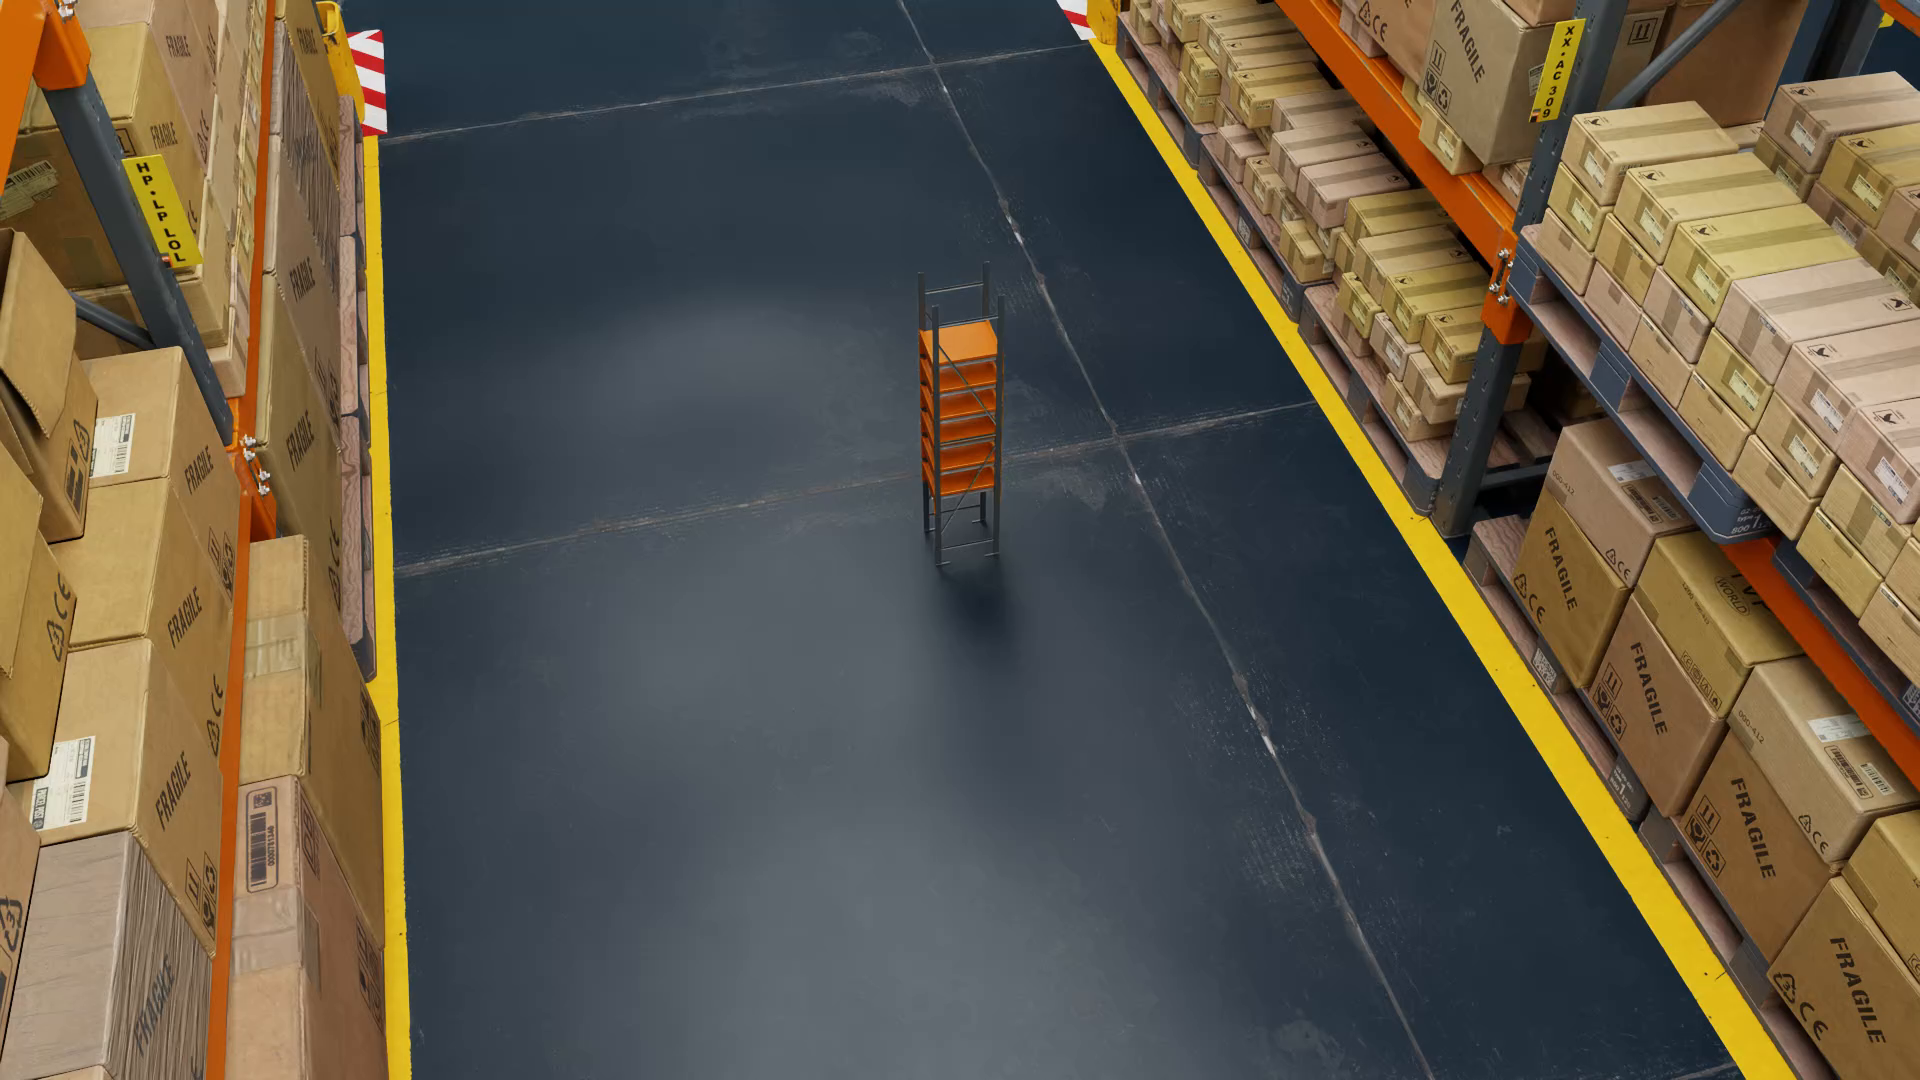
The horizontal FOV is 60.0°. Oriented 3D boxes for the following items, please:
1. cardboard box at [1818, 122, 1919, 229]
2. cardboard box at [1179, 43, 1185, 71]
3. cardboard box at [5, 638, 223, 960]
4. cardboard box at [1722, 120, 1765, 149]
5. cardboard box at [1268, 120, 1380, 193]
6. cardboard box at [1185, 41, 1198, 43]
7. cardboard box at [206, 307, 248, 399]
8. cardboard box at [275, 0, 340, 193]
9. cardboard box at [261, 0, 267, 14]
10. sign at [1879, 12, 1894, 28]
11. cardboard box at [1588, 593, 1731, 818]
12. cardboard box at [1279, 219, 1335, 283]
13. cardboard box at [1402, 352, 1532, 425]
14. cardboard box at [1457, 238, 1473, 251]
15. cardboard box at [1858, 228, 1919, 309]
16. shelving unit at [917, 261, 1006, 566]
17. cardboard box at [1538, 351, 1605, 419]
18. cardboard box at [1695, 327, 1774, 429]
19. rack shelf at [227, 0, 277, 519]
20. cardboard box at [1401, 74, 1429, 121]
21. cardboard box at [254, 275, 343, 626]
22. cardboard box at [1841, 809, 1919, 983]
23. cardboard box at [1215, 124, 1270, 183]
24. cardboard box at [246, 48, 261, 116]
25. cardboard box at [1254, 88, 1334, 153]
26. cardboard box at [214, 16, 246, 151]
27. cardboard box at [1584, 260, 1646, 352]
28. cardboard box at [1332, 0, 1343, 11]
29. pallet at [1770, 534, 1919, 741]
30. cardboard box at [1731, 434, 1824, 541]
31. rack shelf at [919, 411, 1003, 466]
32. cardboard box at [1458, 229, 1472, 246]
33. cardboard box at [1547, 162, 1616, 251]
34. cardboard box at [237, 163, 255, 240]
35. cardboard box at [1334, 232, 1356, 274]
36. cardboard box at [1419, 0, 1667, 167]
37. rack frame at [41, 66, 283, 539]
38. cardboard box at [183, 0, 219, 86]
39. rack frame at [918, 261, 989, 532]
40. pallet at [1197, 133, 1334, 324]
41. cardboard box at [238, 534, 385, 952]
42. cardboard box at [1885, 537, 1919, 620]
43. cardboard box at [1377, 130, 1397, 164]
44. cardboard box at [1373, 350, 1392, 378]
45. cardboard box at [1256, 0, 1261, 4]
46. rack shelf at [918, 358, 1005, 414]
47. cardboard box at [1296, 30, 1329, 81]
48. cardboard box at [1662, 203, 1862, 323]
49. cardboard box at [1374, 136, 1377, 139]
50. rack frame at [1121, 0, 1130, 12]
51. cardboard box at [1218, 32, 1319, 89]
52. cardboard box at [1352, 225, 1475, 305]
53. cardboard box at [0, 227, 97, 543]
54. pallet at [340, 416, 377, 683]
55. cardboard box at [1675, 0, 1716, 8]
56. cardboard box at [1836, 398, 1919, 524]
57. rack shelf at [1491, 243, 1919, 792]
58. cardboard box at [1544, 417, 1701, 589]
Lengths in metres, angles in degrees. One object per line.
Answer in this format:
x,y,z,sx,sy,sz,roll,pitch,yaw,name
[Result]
2.644,-1.020,4.615,0.380,0.149,0.250,-12,47,-12,cardboard box
1.300,-2.334,8.140,0.380,0.149,0.250,-10,46,-10,cardboard box
-1.894,0.598,3.494,0.500,0.500,0.500,-11,47,-11,cardboard box
2.526,-1.347,5.646,0.380,0.149,0.250,-9,46,-9,cardboard box
1.535,-1.622,7.025,0.380,0.149,0.250,-12,47,-12,cardboard box
1.308,-2.434,8.029,0.380,0.149,0.250,-10,46,-10,cardboard box
-2.292,-0.520,4.835,0.380,0.149,0.250,-11,47,-10,cardboard box
-3.321,-2.080,7.382,0.875,0.875,0.875,-11,47,-10,cardboard box
-2.890,-2.126,6.409,0.380,0.149,0.250,-12,47,-11,cardboard box
2.818,-1.689,4.994,0.100,0.325,0.005,-11,47,-10,sign
2.352,0.472,5.144,0.500,0.500,0.500,-9,46,-9,cardboard box
1.588,-1.252,7.079,0.380,0.149,0.250,-11,47,-10,cardboard box
1.895,-0.592,6.224,0.380,0.149,0.250,-10,46,-10,cardboard box
2.184,-1.249,6.867,0.380,0.149,0.250,-13,47,-12,cardboard box
2.704,-0.751,4.559,0.380,0.149,0.250,-9,46,-9,cardboard box
0.004,-0.410,5.812,0.258,1.200,0.189,-11,47,-10,shelving unit
2.500,-0.639,6.478,0.380,0.149,0.250,-13,47,-12,cardboard box
2.141,-0.451,4.265,0.380,0.149,0.250,-13,47,-12,cardboard box
-3.050,-1.472,6.096,1.077,0.370,4.000,-11,47,-10,rack shelf
1.801,-1.600,5.893,0.380,0.149,0.250,-9,46,-9,cardboard box
-2.630,-0.216,5.555,0.875,0.875,0.875,-11,47,-10,cardboard box
2.623,0.923,4.177,0.500,0.250,0.500,-10,46,-9,cardboard box
1.396,-1.791,7.607,0.380,0.149,0.250,-13,47,-12,cardboard box
-2.693,-1.596,5.890,0.380,0.149,0.250,-12,47,-11,cardboard box
1.538,-1.891,7.497,0.380,0.149,0.250,-9,46,-8,cardboard box
-2.666,-1.467,5.485,0.500,0.250,0.500,-10,46,-9,cardboard box
2.015,-0.692,4.710,0.380,0.149,0.250,-10,46,-10,cardboard box
1.647,-2.150,6.432,0.380,0.149,0.250,-11,47,-11,cardboard box
2.760,0.290,4.000,1.003,0.211,1.213,-11,47,-10,pallet
2.204,-0.170,4.198,0.380,0.149,0.250,-13,47,-12,cardboard box
0.004,-0.379,5.843,0.258,0.103,0.180,-11,47,-10,rack shelf
2.180,-1.355,6.764,0.380,0.149,0.250,-12,47,-11,cardboard box
1.939,-0.987,4.791,0.380,0.149,0.250,-10,46,-10,cardboard box
-2.497,-1.064,5.369,0.380,0.149,0.250,-12,47,-11,cardboard box
1.758,-1.150,6.770,0.380,0.149,0.250,-10,46,-10,cardboard box
1.886,-1.601,5.441,0.500,0.500,0.500,-11,47,-10,cardboard box
-2.538,-0.343,4.486,1.000,3.000,0.127,-11,47,-10,rack frame
-2.670,-1.734,5.221,0.500,0.500,0.500,-12,47,-12,cardboard box
-0.020,-0.473,5.874,0.240,1.200,0.006,-11,47,-10,rack frame
1.760,-1.505,7.577,1.003,0.211,1.213,-11,47,-10,pallet
-2.355,0.692,4.665,1.225,0.875,0.875,-11,47,-10,cardboard box
2.341,0.093,3.733,0.380,0.149,0.250,-12,47,-11,cardboard box
2.094,-1.803,7.411,0.380,0.149,0.250,-10,46,-10,cardboard box
1.867,-0.732,6.569,0.380,0.149,0.250,-10,46,-9,cardboard box
1.251,-2.707,8.088,0.380,0.149,0.250,-10,46,-10,cardboard box
0.004,-0.547,5.672,0.258,0.103,0.180,-11,47,-10,rack shelf
1.774,-2.320,7.917,0.380,0.149,0.250,-11,47,-11,cardboard box
2.079,-0.722,4.323,0.380,0.149,0.250,-10,46,-10,cardboard box
1.995,-1.883,7.697,0.380,0.149,0.250,-10,46,-10,cardboard box
1.258,-3.941,8.012,1.000,3.000,0.127,-11,47,-10,rack frame
1.397,-2.160,7.552,0.380,0.149,0.250,-9,46,-9,cardboard box
1.765,-1.075,6.489,0.380,0.149,0.250,-11,47,-11,cardboard box
-2.367,-0.289,3.661,0.797,0.503,0.637,-12,47,-11,cardboard box
-2.657,0.094,6.010,1.003,0.211,1.213,-11,47,-10,pallet
2.402,-2.025,5.156,0.500,0.500,0.500,-10,46,-9,cardboard box
2.271,-0.199,3.810,0.380,0.149,0.250,-9,46,-9,cardboard box
2.794,0.453,4.210,1.077,0.370,4.000,-11,47,-10,rack shelf
2.216,-0.156,5.234,0.500,0.250,0.500,-13,47,-12,cardboard box
